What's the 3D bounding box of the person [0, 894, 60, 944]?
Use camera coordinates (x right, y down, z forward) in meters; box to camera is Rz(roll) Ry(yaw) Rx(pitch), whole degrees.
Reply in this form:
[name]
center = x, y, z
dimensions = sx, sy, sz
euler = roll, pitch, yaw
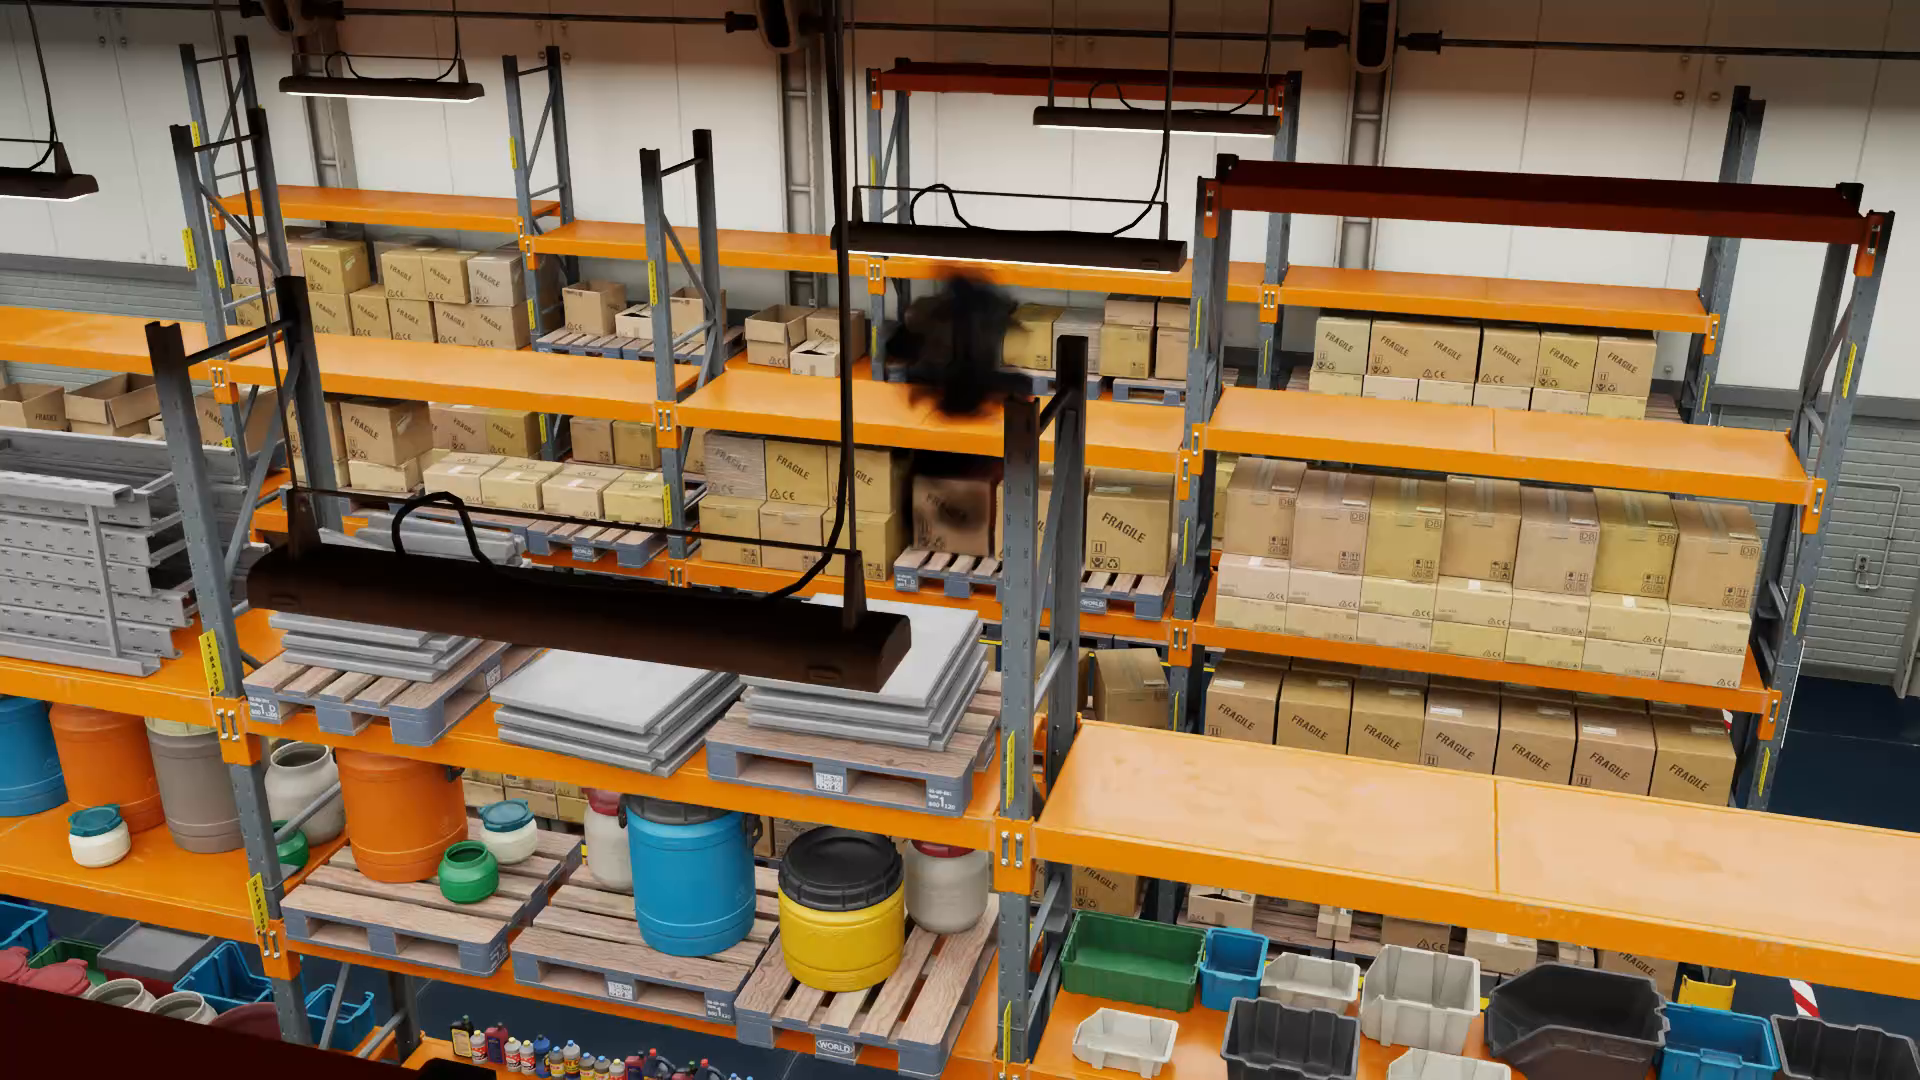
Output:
[person]
center = -7.238, 2.502, 12.656
dimensions = 0.703, 1.677, 0.579
euler = 3, 23, 7
